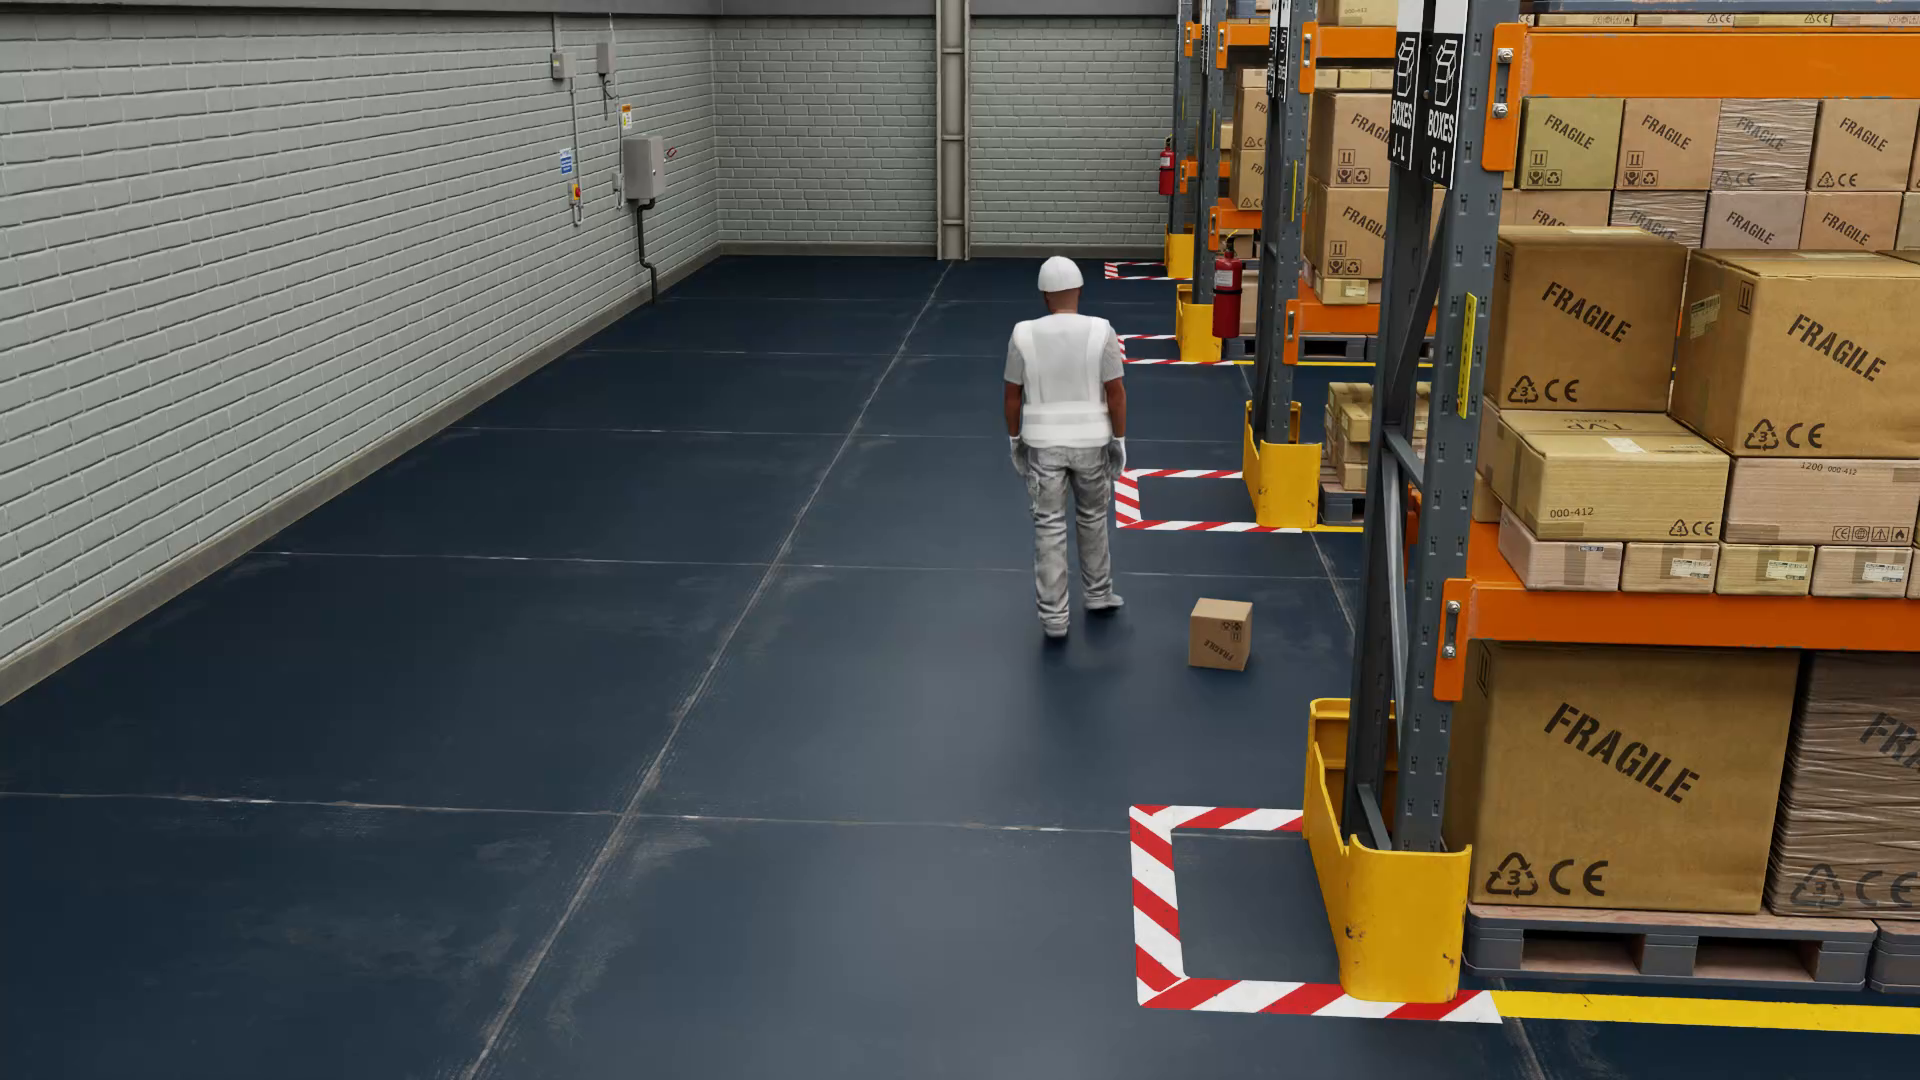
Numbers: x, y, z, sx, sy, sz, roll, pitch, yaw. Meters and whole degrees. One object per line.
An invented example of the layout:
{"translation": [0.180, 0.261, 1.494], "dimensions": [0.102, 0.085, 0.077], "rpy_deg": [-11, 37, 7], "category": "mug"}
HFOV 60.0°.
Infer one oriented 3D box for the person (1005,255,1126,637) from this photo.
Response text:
{"translation": [0.516, -0.439, 7.941], "dimensions": [0.611, 1.807, 0.698], "rpy_deg": [1, 17, 2], "category": "person"}
